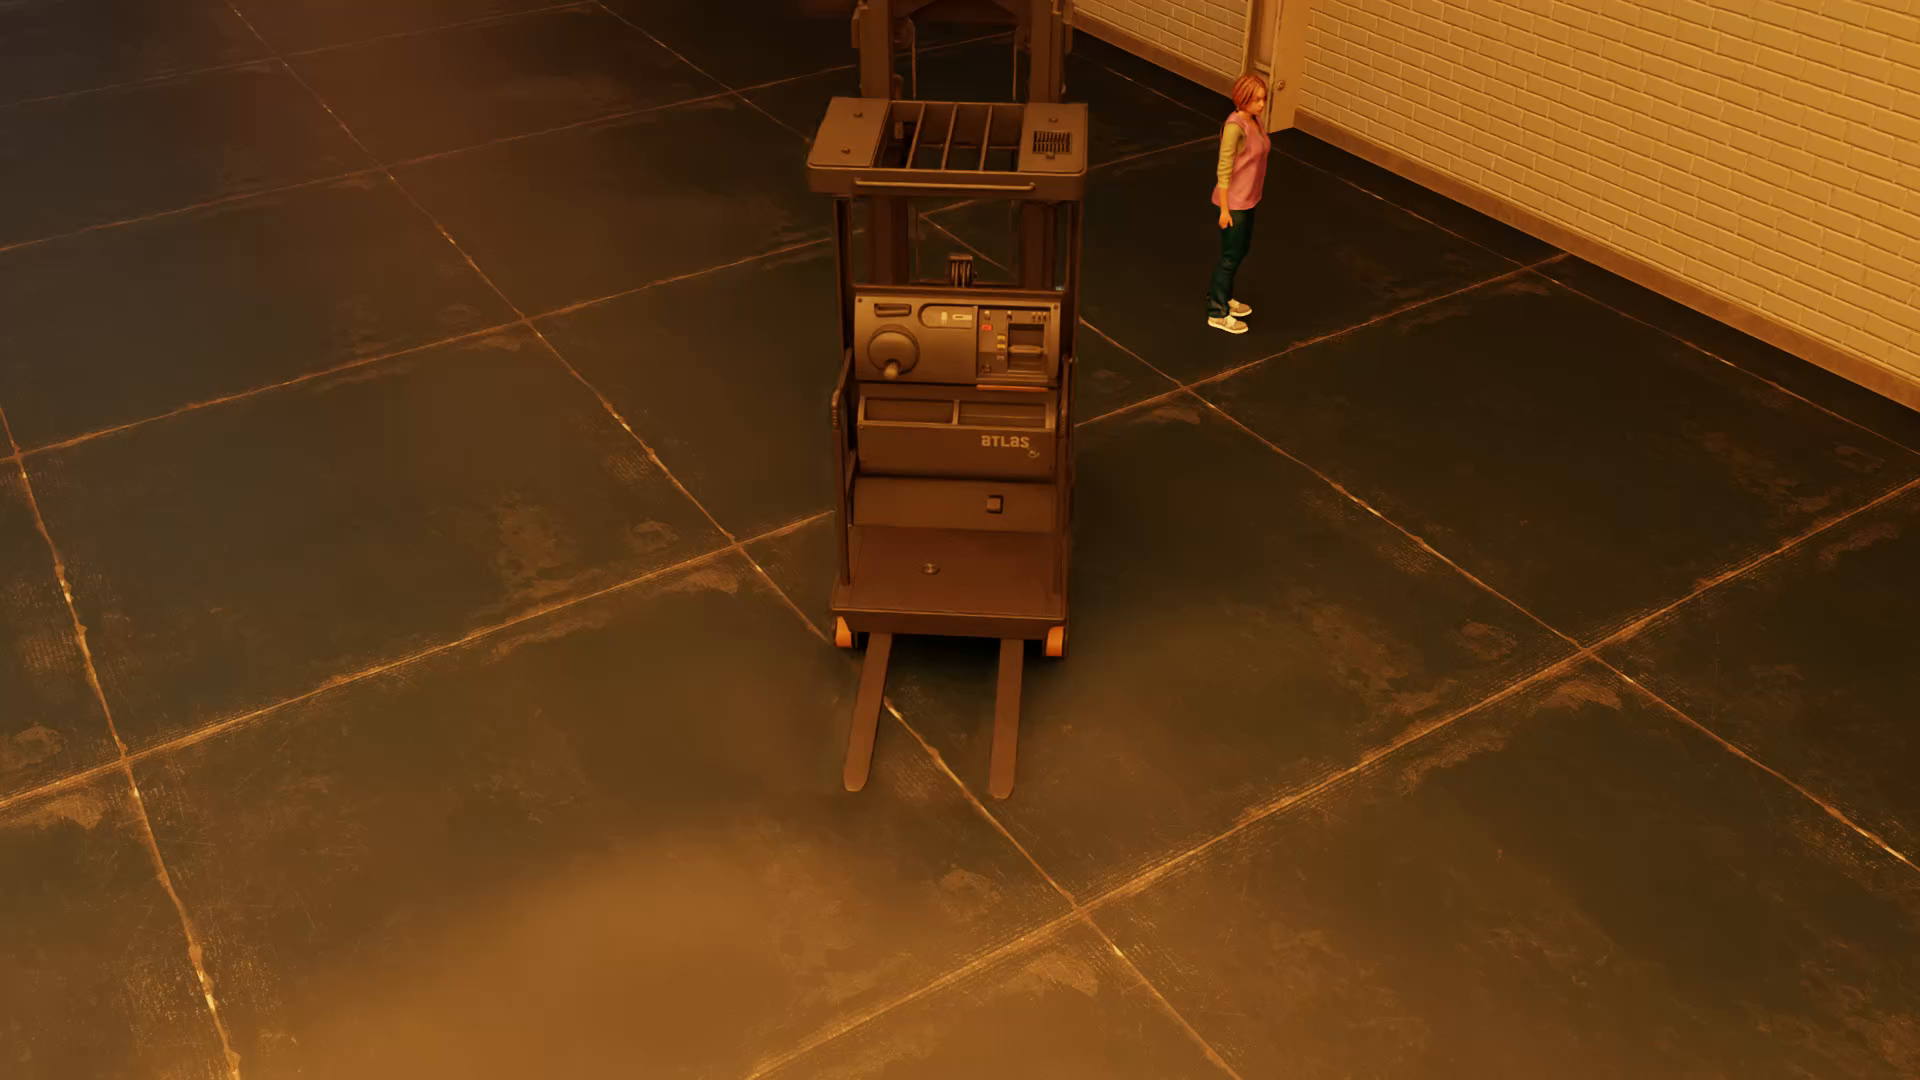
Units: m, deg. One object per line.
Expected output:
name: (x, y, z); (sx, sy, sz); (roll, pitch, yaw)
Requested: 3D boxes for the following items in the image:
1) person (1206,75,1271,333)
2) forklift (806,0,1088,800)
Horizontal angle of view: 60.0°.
person: (1.729, -2.064, 10.275); (0.345, 1.566, 0.485); (15, 38, 20)
forklift: (-0.026, -0.840, 7.343); (1.130, 2.935, 3.031); (2, 35, 3)
